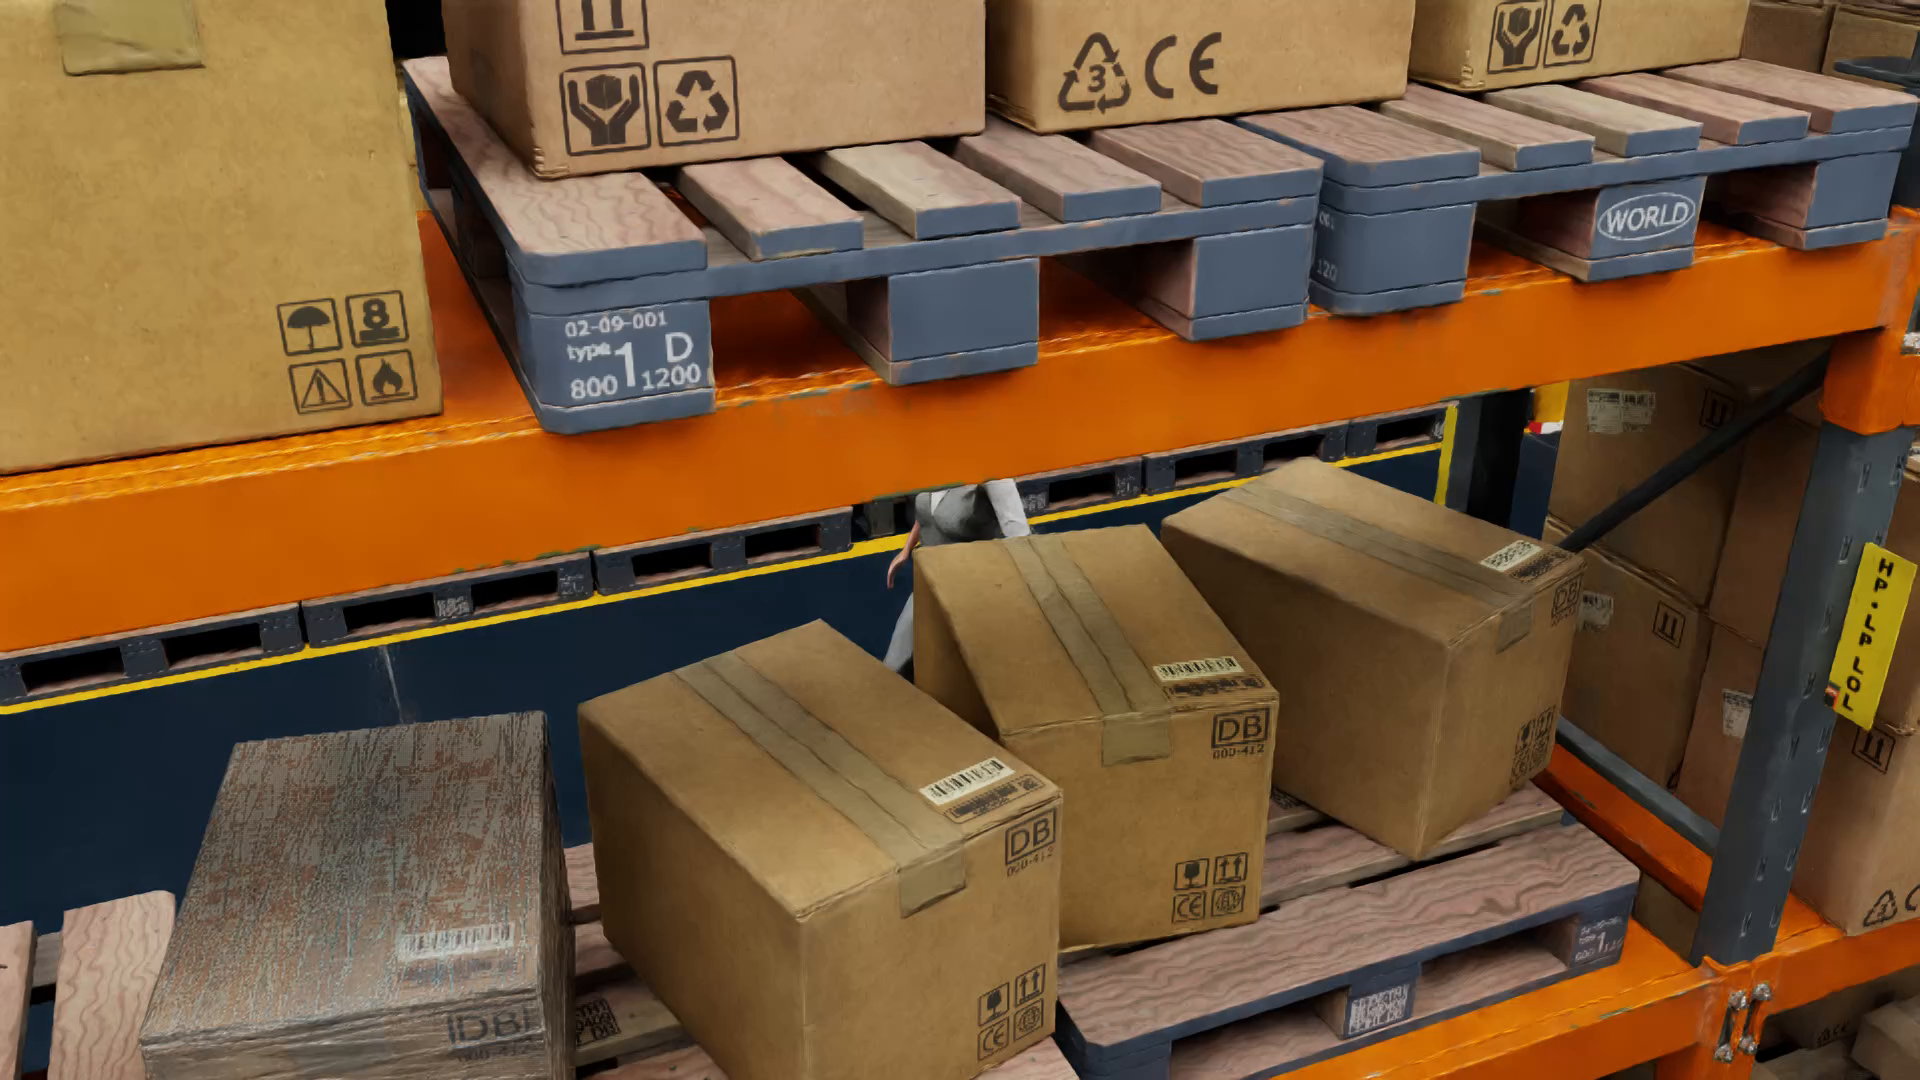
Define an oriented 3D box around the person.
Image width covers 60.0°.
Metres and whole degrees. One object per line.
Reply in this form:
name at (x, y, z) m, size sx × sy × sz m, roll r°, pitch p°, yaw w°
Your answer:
person at (-0.015, 0.219, 5.720) m, size 0.585 × 1.567 × 0.439 m, roll 23°, pitch 34°, yaw 39°
